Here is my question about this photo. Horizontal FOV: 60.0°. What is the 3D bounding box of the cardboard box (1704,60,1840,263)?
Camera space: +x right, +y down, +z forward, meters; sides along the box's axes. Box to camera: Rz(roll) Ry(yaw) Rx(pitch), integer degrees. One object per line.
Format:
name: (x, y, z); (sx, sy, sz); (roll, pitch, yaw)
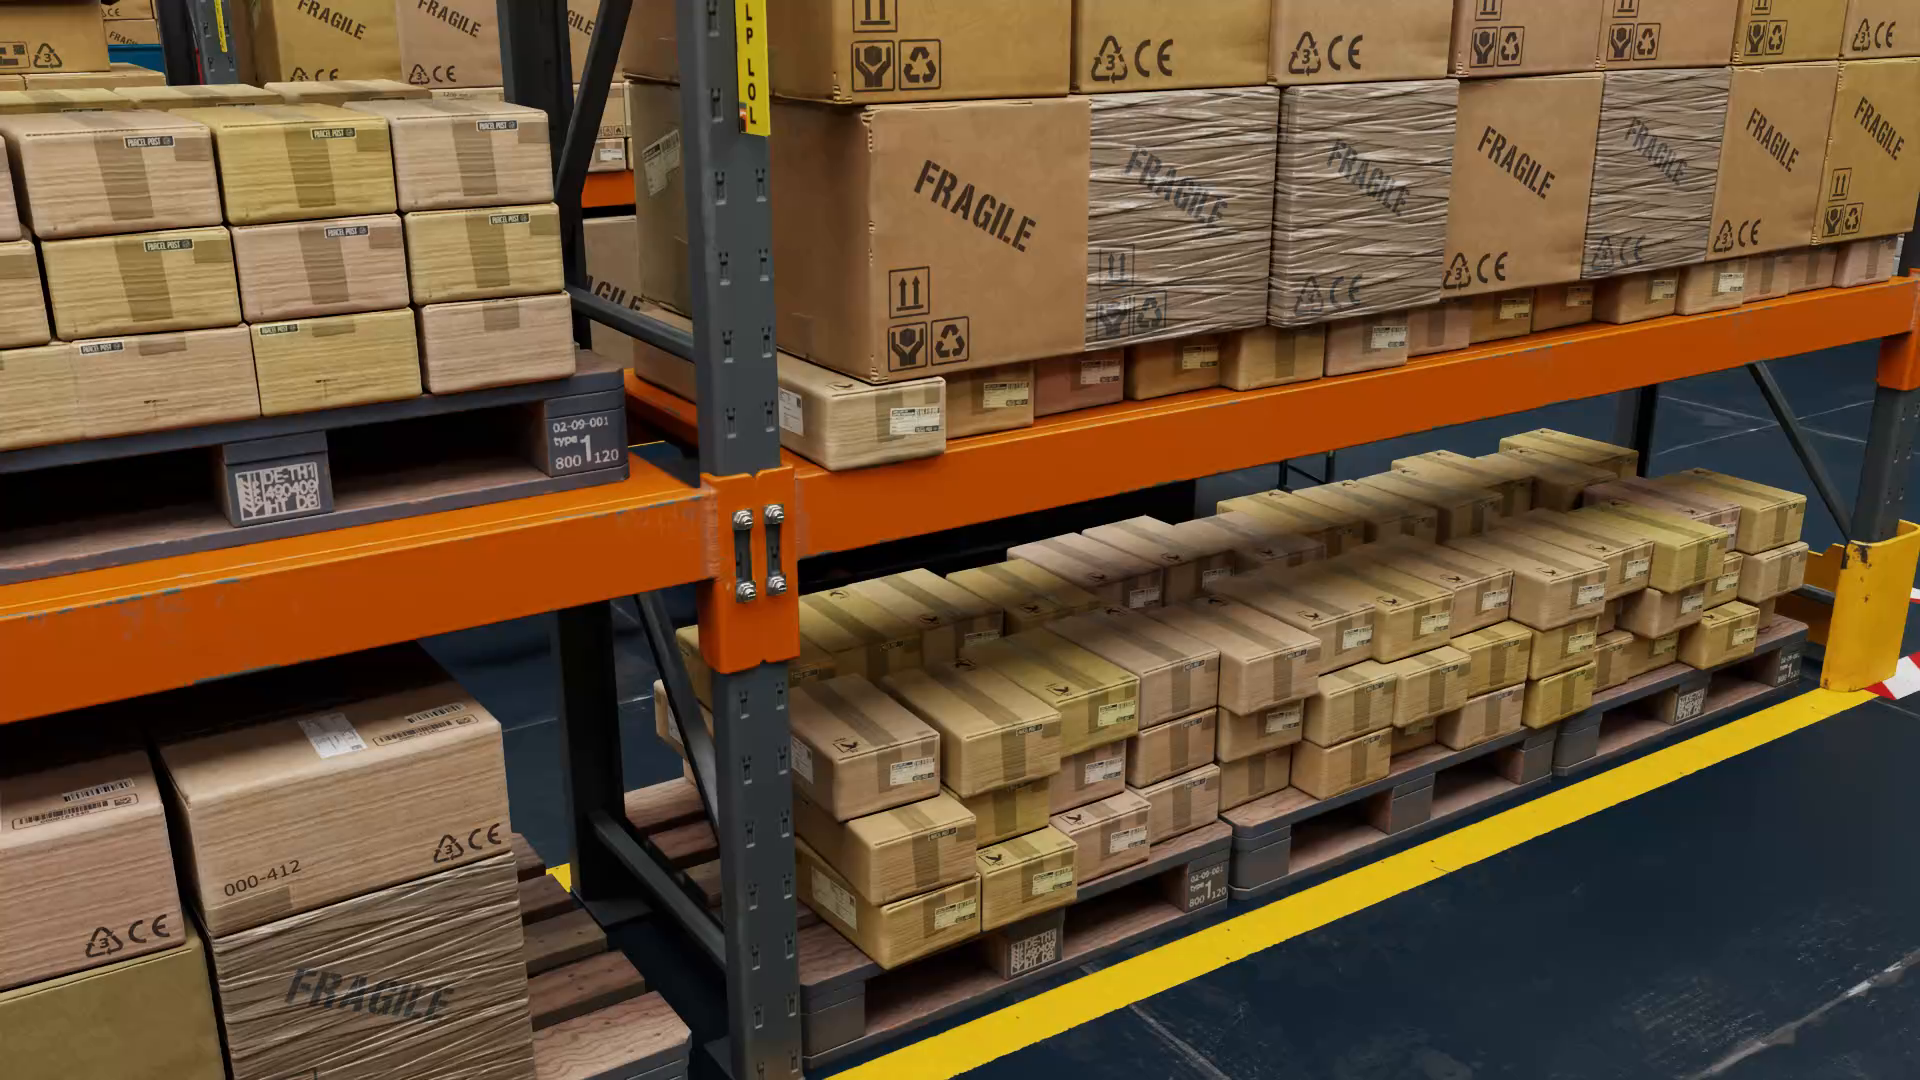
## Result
cardboard box: (2.029, -1.077, 4.625); (0.500, 0.500, 0.500); (-12, 22, -32)

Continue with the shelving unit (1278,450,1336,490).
shelving unit: (1.170, -0.857, 6.939); (0.755, 1.500, 0.431); (-7, 20, -20)

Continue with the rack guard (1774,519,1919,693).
rack guard: (2.632, 0.072, 5.751); (0.348, 0.500, 1.175); (-12, 22, -31)

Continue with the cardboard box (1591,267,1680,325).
cardboard box: (1.713, -0.702, 4.530); (0.250, 0.149, 0.380); (-13, 23, -34)

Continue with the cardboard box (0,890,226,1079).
cardboard box: (-1.553, 0.852, 2.788); (0.500, 0.500, 0.500); (-13, 22, -33)

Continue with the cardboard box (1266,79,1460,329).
cardboard box: (0.757, -0.797, 3.799); (0.500, 0.500, 0.500); (-12, 22, -33)

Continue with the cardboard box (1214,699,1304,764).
cardboard box: (0.649, 0.401, 4.205); (0.250, 0.149, 0.380); (-11, 21, -29)

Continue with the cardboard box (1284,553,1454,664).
cardboard box: (1.076, 0.175, 4.410); (0.250, 0.149, 0.380); (-12, 22, -31)

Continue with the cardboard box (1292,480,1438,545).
cardboard box: (1.228, -0.051, 5.080); (0.250, 0.149, 0.380); (-11, 22, -29)

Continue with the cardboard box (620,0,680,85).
cardboard box: (-0.401, -1.238, 3.542); (0.500, 0.500, 0.500); (-13, 23, -33)

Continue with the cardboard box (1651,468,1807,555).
cardboard box: (2.393, -0.095, 5.208); (0.250, 0.149, 0.380); (-12, 22, -31)

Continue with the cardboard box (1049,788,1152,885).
cardboard box: (0.237, 0.648, 3.941); (0.250, 0.149, 0.380); (-12, 22, -32)

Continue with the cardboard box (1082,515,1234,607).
cardboard box: (0.558, 0.067, 4.730); (0.250, 0.149, 0.380); (-13, 23, -33)

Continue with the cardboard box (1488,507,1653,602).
cardboard box: (1.754, 0.042, 4.803); (0.250, 0.149, 0.380); (-13, 23, -34)

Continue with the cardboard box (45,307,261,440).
cardboard box: (-1.294, -0.289, 2.652); (0.250, 0.149, 0.380); (-12, 22, -32)

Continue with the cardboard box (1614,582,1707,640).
cardboard box: (1.979, 0.146, 4.959); (0.250, 0.149, 0.380); (-13, 23, -34)

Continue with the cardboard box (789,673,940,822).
cardboard box: (-0.244, 0.443, 3.616); (0.250, 0.149, 0.380); (-11, 22, -29)

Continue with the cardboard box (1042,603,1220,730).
cardboard box: (0.408, 0.301, 4.038); (0.250, 0.149, 0.380); (-13, 22, -33)

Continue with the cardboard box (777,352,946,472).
cardboard box: (-0.229, -0.264, 3.236); (0.250, 0.149, 0.380); (-11, 22, -29)

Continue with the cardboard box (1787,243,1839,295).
cardboard box: (2.350, -0.840, 4.938); (0.250, 0.149, 0.380); (-12, 22, -31)

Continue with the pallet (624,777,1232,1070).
pallet: (-0.104, 0.772, 4.131); (1.213, 0.211, 1.003); (-12, 22, -31)

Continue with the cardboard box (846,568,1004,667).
cardboard box: (-0.096, 0.215, 4.292); (0.250, 0.149, 0.380); (-12, 22, -32)

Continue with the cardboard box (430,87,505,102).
cardboard box: (-2.334, -1.934, 7.553); (0.500, 0.250, 0.500); (-12, 22, -32)

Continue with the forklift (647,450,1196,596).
forklift: (-0.596, -1.278, 5.950); (3.031, 2.935, 1.130); (-10, 21, -28)

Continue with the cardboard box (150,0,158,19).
cardboard box: (-7.325, -5.126, 15.507); (0.500, 0.500, 0.500); (-13, 22, -33)

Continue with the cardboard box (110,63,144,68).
cardboard box: (-3.810, -1.799, 7.226); (0.500, 0.500, 0.500); (-12, 22, -31)

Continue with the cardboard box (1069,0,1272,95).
cardboard box: (0.290, -1.193, 3.407); (0.500, 0.500, 0.500); (-13, 22, -33)

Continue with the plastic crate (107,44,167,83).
plastic crate: (-5.810, -3.285, 11.708); (0.575, 0.384, 0.392); (-12, 22, -31)

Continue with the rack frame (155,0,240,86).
rack frame: (-3.289, -1.766, 7.284); (0.127, 3.000, 1.000); (-12, 22, -31)

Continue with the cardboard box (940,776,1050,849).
cardboard box: (-0.004, 0.543, 3.787); (0.250, 0.149, 0.380); (-12, 22, -31)

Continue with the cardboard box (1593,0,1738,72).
cardboard box: (1.598, -1.457, 4.190); (0.500, 0.500, 0.500); (-11, 21, -29)

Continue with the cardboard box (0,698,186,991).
cardboard box: (-1.565, 0.495, 2.674); (0.500, 0.250, 0.500); (-11, 21, -29)

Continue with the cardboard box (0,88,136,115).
cardboard box: (-1.672, -0.741, 3.061); (0.250, 0.149, 0.380); (-12, 22, -31)

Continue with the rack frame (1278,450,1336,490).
rack frame: (1.512, -0.899, 7.062); (0.023, 1.500, 0.400); (-7, 20, -20)

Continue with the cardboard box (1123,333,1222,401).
cardboard box: (0.370, -0.437, 3.746); (0.250, 0.149, 0.380); (-13, 23, -34)

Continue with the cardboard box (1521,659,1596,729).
cardboard box: (1.566, 0.379, 4.736); (0.250, 0.149, 0.380); (-13, 23, -34)

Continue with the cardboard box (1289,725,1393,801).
cardboard box: (0.897, 0.513, 4.340); (0.250, 0.149, 0.380); (-13, 22, -33)

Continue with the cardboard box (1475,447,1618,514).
cardboard box: (1.907, -0.174, 5.442); (0.250, 0.149, 0.380); (-11, 22, -30)

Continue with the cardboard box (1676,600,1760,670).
cardboard box: (2.212, 0.247, 5.127); (0.250, 0.149, 0.380); (-11, 22, -30)

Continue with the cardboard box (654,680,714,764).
cardboard box: (-0.557, 0.449, 4.064); (0.250, 0.149, 0.380); (-11, 22, -30)

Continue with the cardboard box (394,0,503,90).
cardboard box: (-2.333, -2.291, 7.438); (0.500, 0.500, 0.500); (-12, 22, -31)

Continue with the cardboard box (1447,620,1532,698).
cardboard box: (1.329, 0.281, 4.561); (0.250, 0.149, 0.380); (-11, 21, -29)

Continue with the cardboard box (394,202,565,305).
cardboard box: (-0.869, -0.519, 2.868); (0.250, 0.149, 0.380); (-11, 22, -30)

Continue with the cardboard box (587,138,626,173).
cardboard box: (-1.776, -1.838, 7.890); (0.250, 0.149, 0.380); (-12, 22, -31)

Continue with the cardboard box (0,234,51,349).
cardboard box: (-1.523, -0.380, 2.457); (0.250, 0.149, 0.380); (-13, 22, -33)

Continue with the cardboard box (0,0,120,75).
cardboard box: (-3.818, -2.173, 6.768); (0.637, 0.503, 0.797); (-13, 22, -33)

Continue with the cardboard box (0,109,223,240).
cardboard box: (-1.314, -0.567, 2.547); (0.250, 0.149, 0.380); (-13, 22, -33)

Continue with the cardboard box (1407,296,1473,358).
cardboard box: (1.043, -0.569, 4.137); (0.250, 0.149, 0.380); (-11, 22, -29)

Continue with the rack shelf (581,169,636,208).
rack shelf: (-1.618, -1.777, 8.441); (4.000, 0.370, 1.077); (-12, 22, -31)
